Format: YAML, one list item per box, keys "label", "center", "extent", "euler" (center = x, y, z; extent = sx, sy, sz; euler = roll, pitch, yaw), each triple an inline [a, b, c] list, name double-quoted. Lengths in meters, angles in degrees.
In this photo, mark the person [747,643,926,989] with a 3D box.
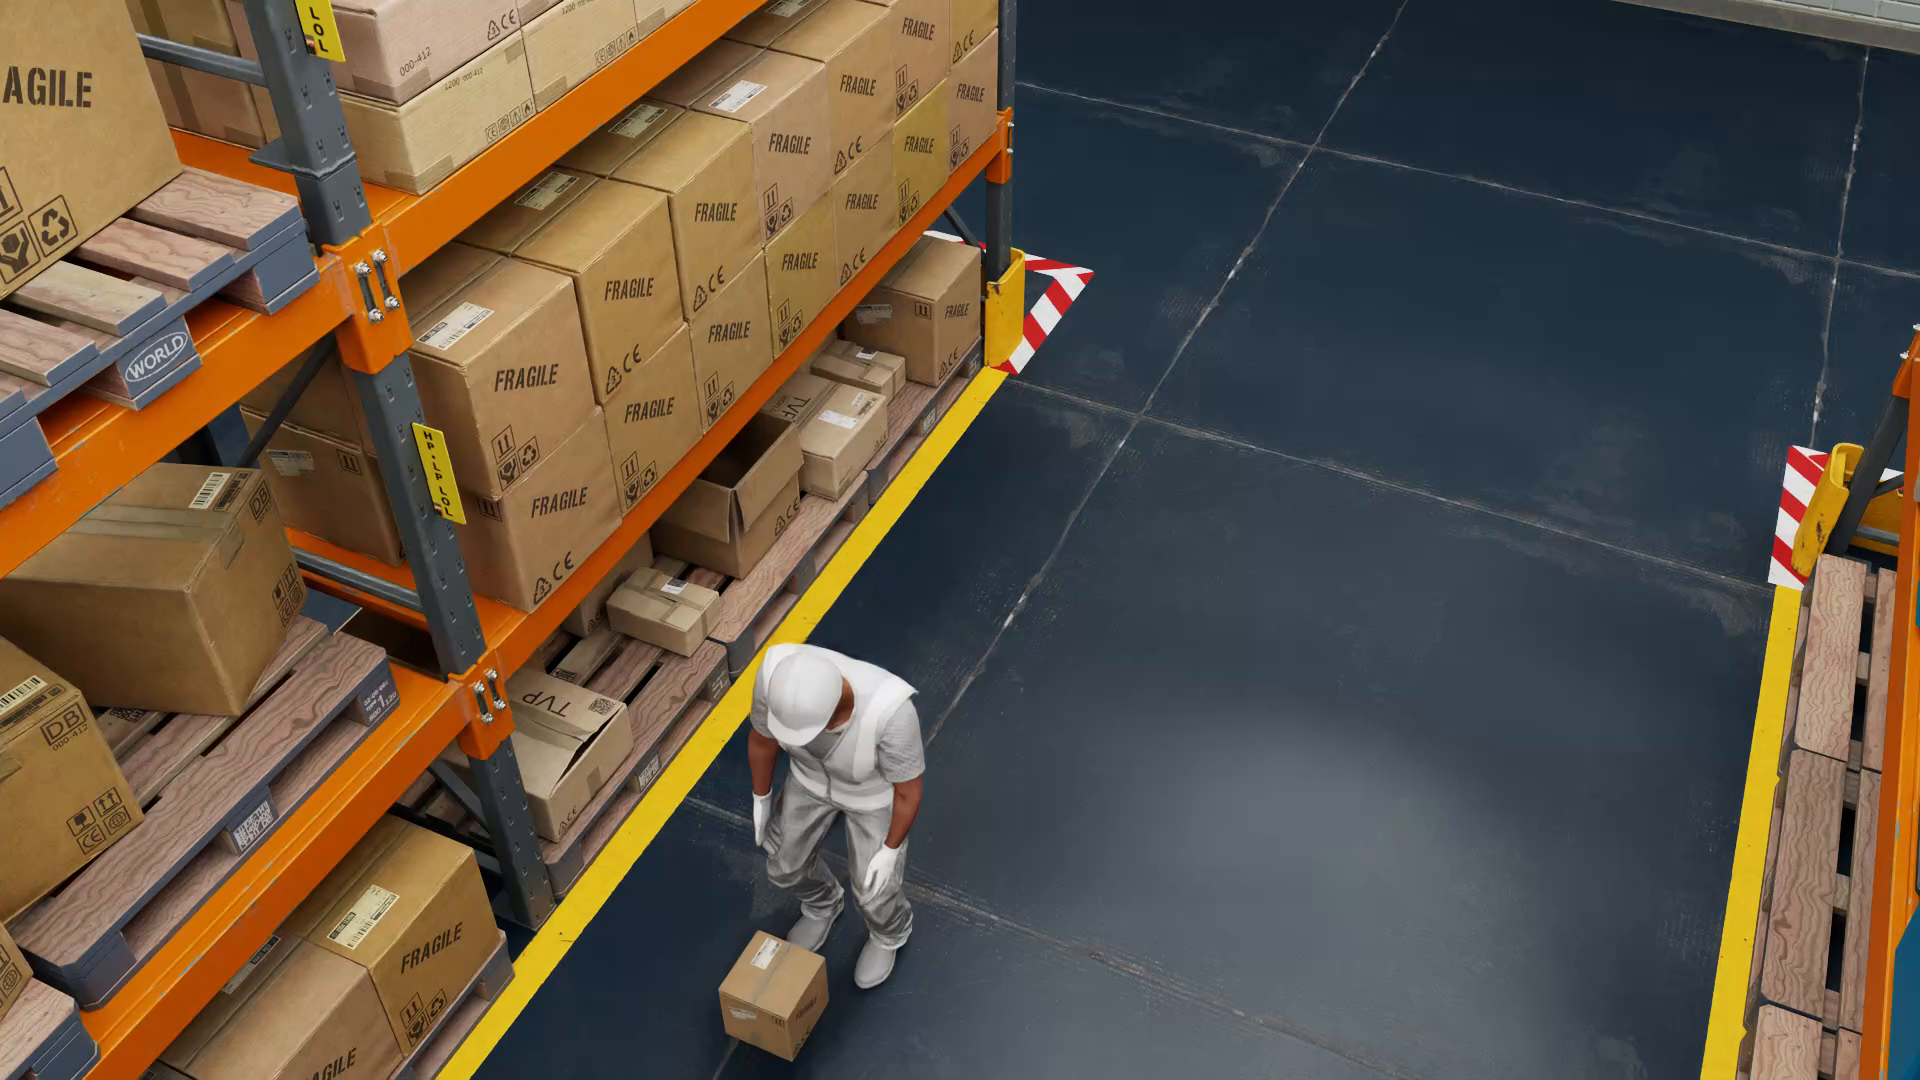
- label: "person"
  center: [-0.371, 0.842, 5.319]
  extent: [0.598, 1.624, 0.606]
  euler: [18, 45, 19]
